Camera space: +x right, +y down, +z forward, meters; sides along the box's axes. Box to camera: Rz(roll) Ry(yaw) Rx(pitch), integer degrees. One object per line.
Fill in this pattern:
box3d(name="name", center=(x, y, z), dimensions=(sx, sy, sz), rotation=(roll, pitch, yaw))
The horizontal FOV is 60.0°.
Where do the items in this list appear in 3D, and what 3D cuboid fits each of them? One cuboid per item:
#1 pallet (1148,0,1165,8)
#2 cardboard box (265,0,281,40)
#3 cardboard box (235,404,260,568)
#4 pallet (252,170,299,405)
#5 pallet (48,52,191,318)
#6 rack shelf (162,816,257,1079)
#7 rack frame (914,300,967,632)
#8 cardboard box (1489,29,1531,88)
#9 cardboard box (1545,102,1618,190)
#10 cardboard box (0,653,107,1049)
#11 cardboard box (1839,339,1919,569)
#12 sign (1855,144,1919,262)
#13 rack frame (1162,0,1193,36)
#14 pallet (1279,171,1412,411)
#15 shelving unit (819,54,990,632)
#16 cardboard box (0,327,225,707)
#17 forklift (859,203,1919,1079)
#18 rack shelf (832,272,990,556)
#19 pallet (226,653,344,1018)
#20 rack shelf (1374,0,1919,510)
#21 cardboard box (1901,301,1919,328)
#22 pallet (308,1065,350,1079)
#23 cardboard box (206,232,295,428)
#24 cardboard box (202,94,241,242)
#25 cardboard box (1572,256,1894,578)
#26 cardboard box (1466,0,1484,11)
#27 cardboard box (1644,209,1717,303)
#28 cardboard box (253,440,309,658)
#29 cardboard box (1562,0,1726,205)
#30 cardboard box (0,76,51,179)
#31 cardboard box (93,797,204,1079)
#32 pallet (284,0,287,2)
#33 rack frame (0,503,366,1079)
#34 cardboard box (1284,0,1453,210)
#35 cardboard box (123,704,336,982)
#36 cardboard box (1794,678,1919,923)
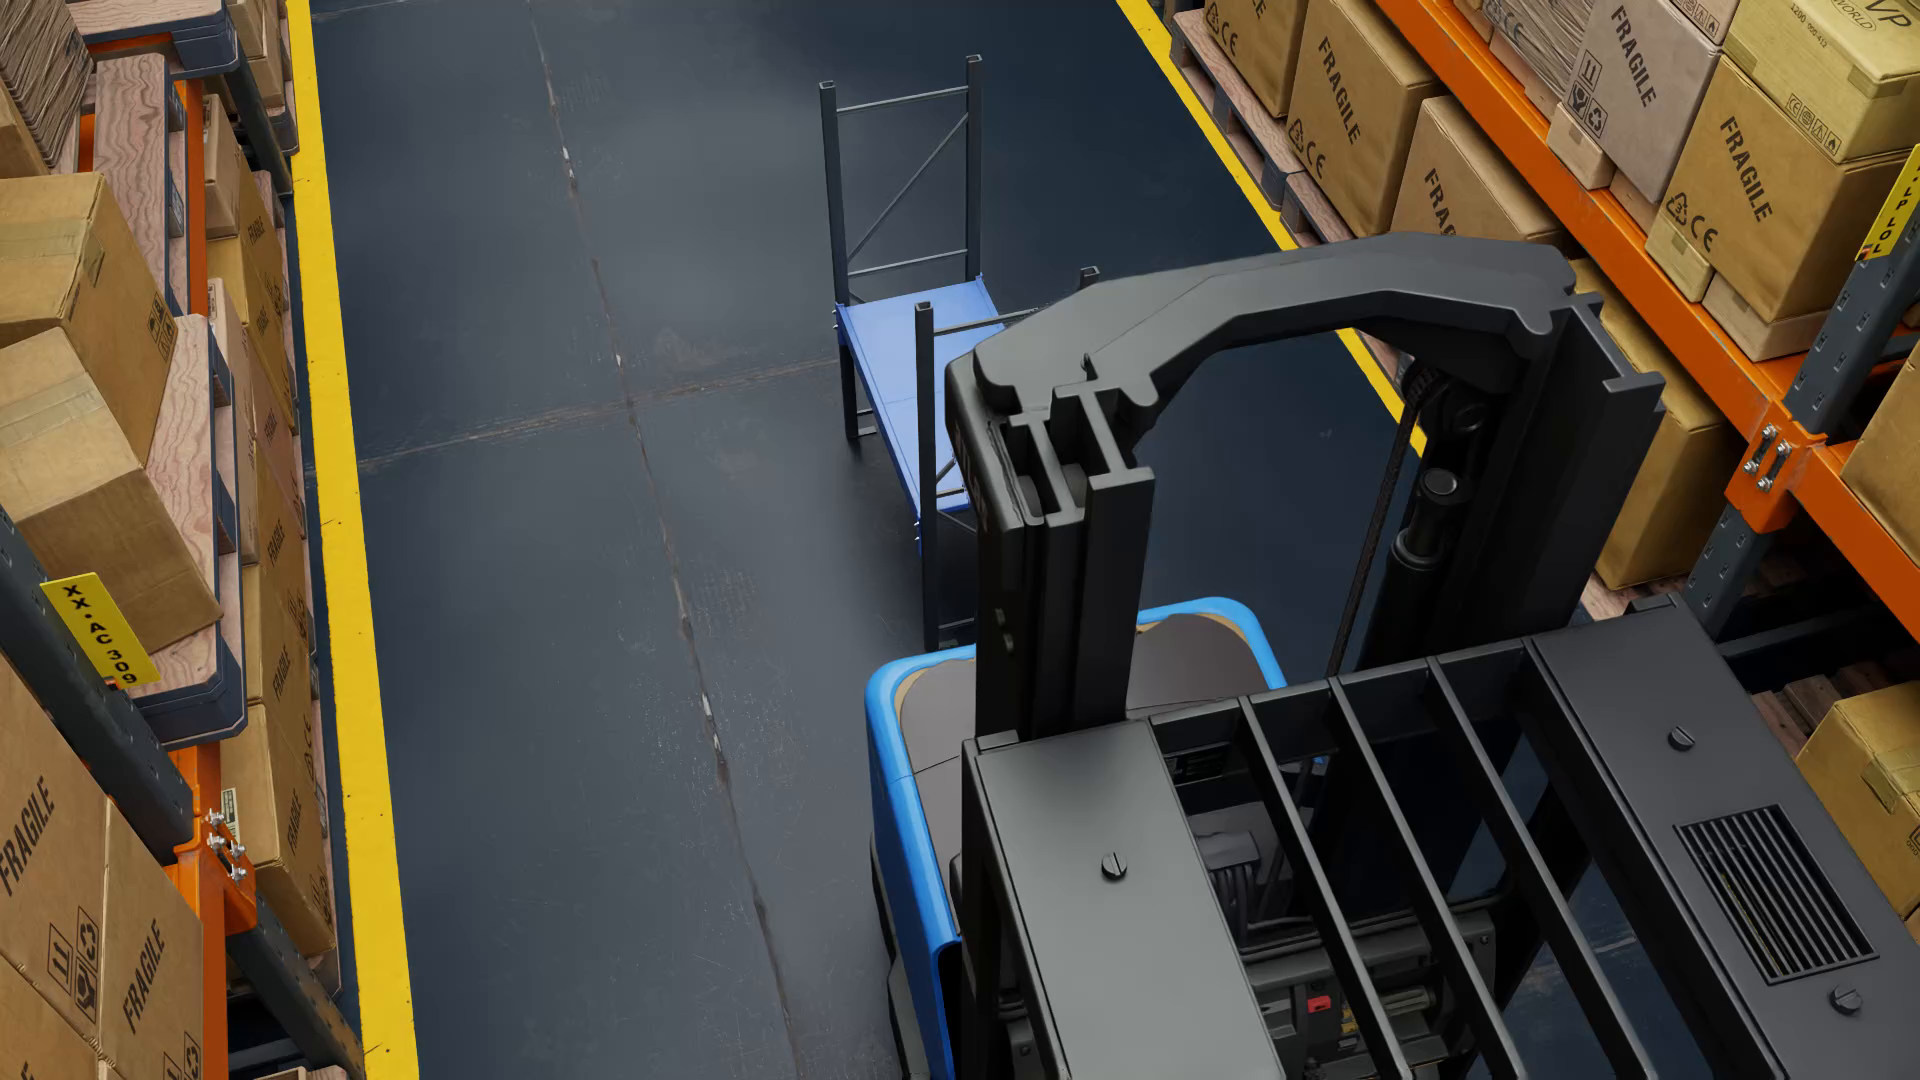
box3d(name="pallet", center=(1.215, -3.135, 8.255), dimensions=(1.003, 0.211, 1.213), rotation=(-13, 51, -11))
box3d(name="cardboard box", center=(-3.310, -2.405, 7.339), dimensions=(0.500, 0.250, 0.500), rotation=(-15, 51, -12))
box3d(name="cardboard box", center=(-2.309, -0.135, 4.758), dimensions=(0.500, 0.250, 0.500), rotation=(-13, 51, -11))
box3d(name="pallet", center=(-3.102, -0.887, 6.360), dimensions=(1.003, 0.211, 1.213), rotation=(-13, 51, -11))
box3d(name="pallet", center=(-2.707, -0.858, 4.637), dimensions=(1.003, 0.211, 1.213), rotation=(-13, 51, -11))
box3d(name="rack shelf", center=(-1.512, 2.274, 2.341), dimensions=(1.077, 0.370, 4.000), rotation=(-13, 51, -11))
box3d(name="rack frame", center=(0.125, -0.174, 4.916), dimensions=(0.500, 1.500, 0.032), rotation=(-13, 51, -11))
box3d(name="cardboard box", center=(1.923, -1.587, 5.277), dimensions=(0.380, 0.149, 0.250), rotation=(-15, 51, -12))
box3d(name="cardboard box", center=(1.992, -1.207, 4.957), dimensions=(0.380, 0.149, 0.250), rotation=(-13, 51, -11))
box3d(name="cardboard box", center=(-1.707, 0.538, 2.615), dimensions=(0.500, 0.500, 0.500), rotation=(-13, 51, -11))
box3d(name="cardboard box", center=(2.772, -0.238, 3.792), dimensions=(0.980, 0.700, 0.700), rotation=(-13, 51, -10))
box3d(name="sign", center=(2.112, -0.759, 3.722), dimensions=(0.100, 0.325, 0.005), rotation=(-13, 51, -11))
box3d(name="rack frame", center=(1.445, -3.462, 6.707), dimensions=(1.000, 3.000, 0.127), rotation=(-13, 51, -11))
box3d(name="pallet", center=(1.963, -1.081, 6.524), dimensions=(1.003, 0.211, 1.213), rotation=(-13, 51, -11))
box3d(name="shelving unit", center=(-0.025, -0.546, 5.229), dimensions=(0.538, 1.500, 1.048), rotation=(-13, 51, -11))
box3d(name="cardboard box", center=(-2.030, 0.018, 3.433), dimensions=(0.700, 0.500, 0.500), rotation=(-30, 56, -23))
box3d(name="forklift", center=(0.585, 1.013, 2.979), dimensions=(1.130, 2.935, 3.031), rotation=(-11, 51, -9))
box3d(name="rack shelf", center=(-0.025, -0.430, 5.367), dimensions=(0.538, 0.185, 1.000), rotation=(-13, 51, -11))
box3d(name="pallet", center=(-2.380, 0.895, 4.857), dimensions=(1.003, 0.211, 1.213), rotation=(-13, 51, -11))
box3d(name="rack shelf", center=(2.036, -1.770, 5.751), dimensions=(1.077, 0.370, 4.000), rotation=(-13, 51, -11))
box3d(name="cardboard box", center=(2.718, -0.756, 4.577), dimensions=(0.380, 0.149, 0.250), rotation=(-15, 51, -12))
box3d(name="pallet", center=(-1.901, 1.982, 3.941), dimensions=(1.003, 0.211, 1.213), rotation=(-13, 51, -11))
box3d(name="cardboard box", center=(-2.633, -0.668, 5.698), dimensions=(0.500, 0.500, 0.500), rotation=(-15, 51, -12))
box3d(name="cardboard box", center=(-2.765, -1.247, 5.696), dimensions=(0.500, 0.250, 0.500), rotation=(-12, 51, -10))
box3d(name="cardboard box", center=(2.311, -0.429, 5.281), dimensions=(0.750, 0.750, 0.750), rotation=(-13, 51, -11))
box3d(name="cardboard box", center=(1.797, -2.058, 5.250), dimensions=(0.500, 0.500, 0.500), rotation=(-12, 51, -10))
box3d(name="cardboard box", center=(2.160, -0.828, 4.638), dimensions=(0.380, 0.149, 0.250), rotation=(-12, 51, -10))
box3d(name="cardboard box", center=(-2.323, 0.084, 5.065), dimensions=(0.500, 0.500, 0.500), rotation=(-13, 51, -11))
box3d(name="cardboard box", center=(2.090, -1.326, 4.633), dimensions=(0.500, 0.500, 0.500), rotation=(-13, 51, -11))
box3d(name="cardboard box", center=(-2.685, -0.862, 4.175), dimensions=(0.700, 0.500, 0.500), rotation=(-25, 54, -20))
box3d(name="cardboard box", center=(-1.711, 0.857, 3.000), dimensions=(0.500, 0.500, 0.500), rotation=(-13, 51, -10))
box3d(name="pallet", center=(-3.850, -2.940, 8.091), dimensions=(1.003, 0.211, 1.213), rotation=(-13, 51, -11))
box3d(name="rack frame", center=(-2.103, 0.582, 3.298), dimensions=(1.000, 3.000, 0.127), rotation=(-13, 51, -11))
box3d(name="cardboard box", center=(1.790, -1.697, 6.350), dimensions=(0.750, 0.750, 0.750), rotation=(-14, 51, -11))
box3d(name="cardboard box", center=(-2.014, 0.837, 4.429), dimensions=(0.500, 0.500, 0.500), rotation=(-15, 52, -13))
box3d(name="cardboard box", center=(2.751, 0.699, 4.559), dimensions=(0.700, 0.500, 0.500), rotation=(-13, 51, -11))
